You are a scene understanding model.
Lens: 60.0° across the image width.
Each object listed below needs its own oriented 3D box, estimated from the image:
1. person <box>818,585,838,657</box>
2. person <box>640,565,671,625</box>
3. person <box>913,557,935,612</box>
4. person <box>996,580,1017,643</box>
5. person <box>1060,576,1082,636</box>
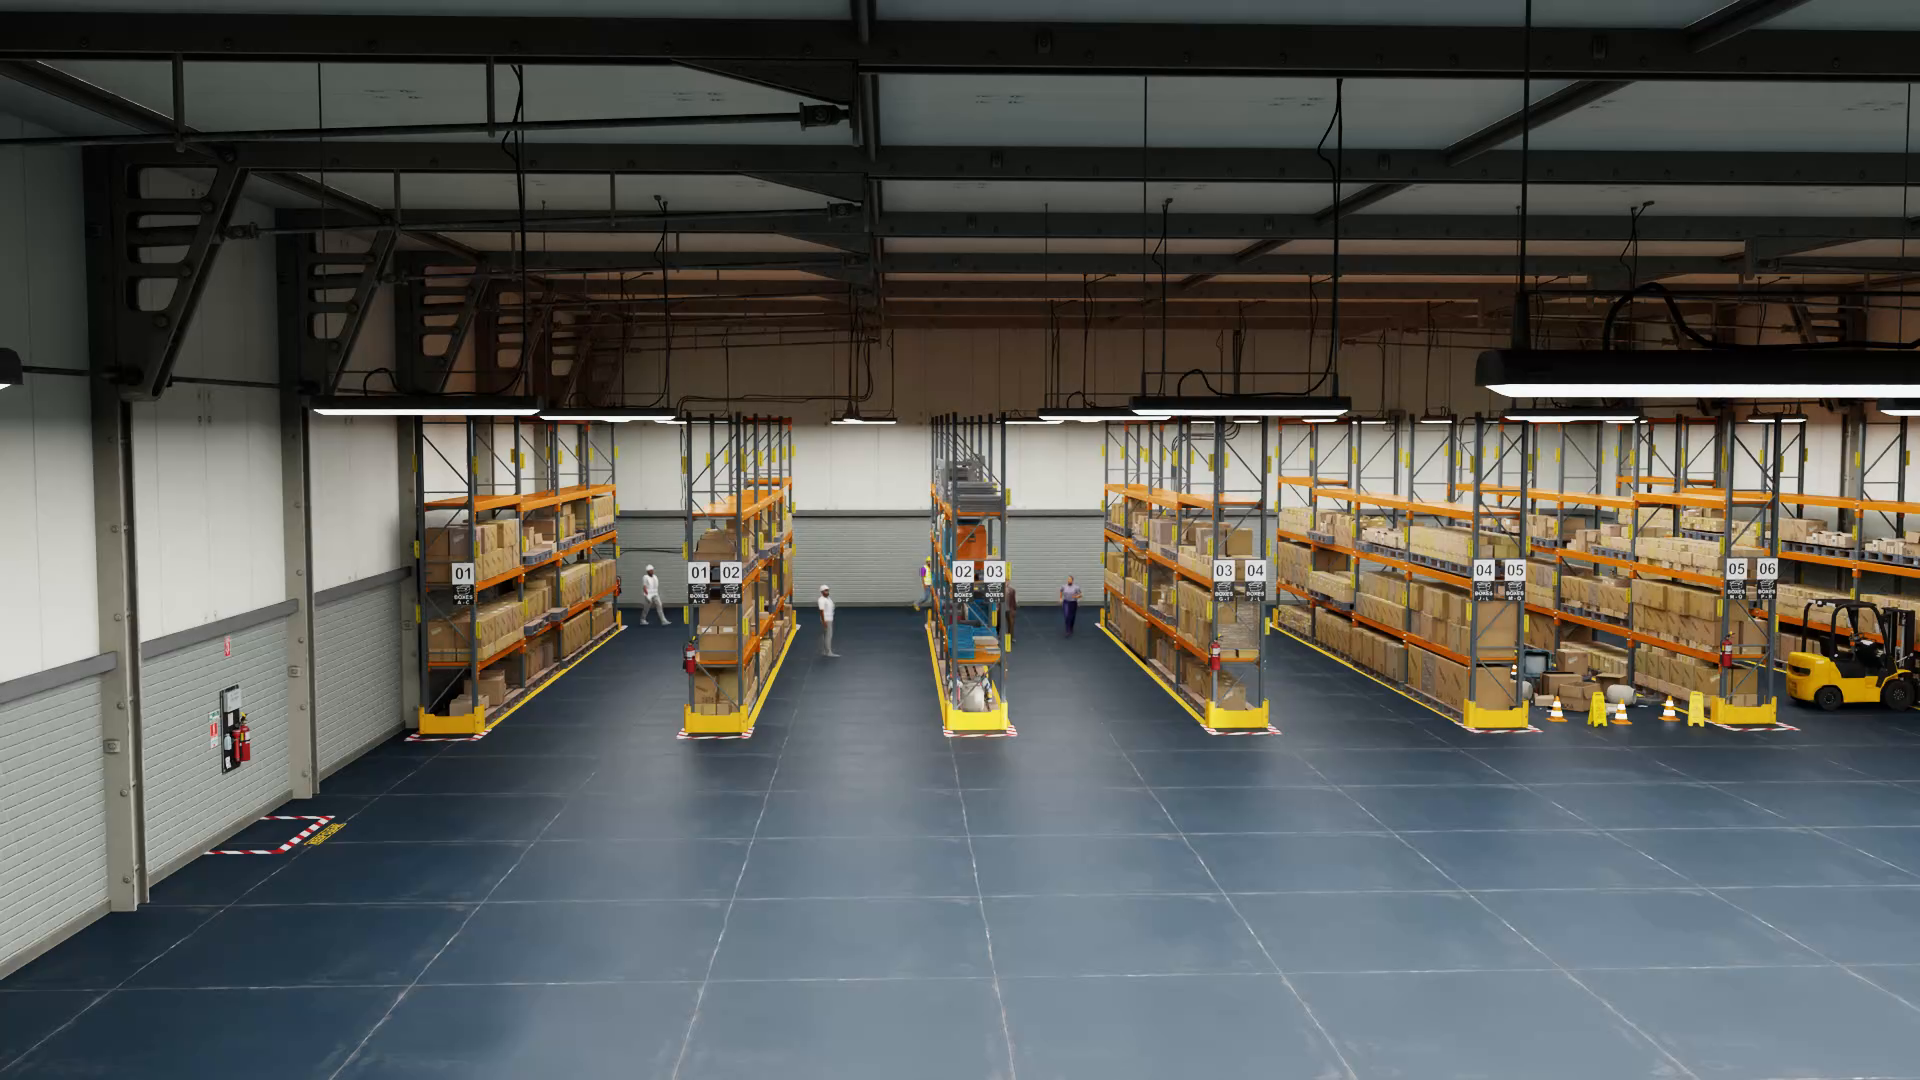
[{"bbox_3d":[-3.287,2.020,41.480,0.503,1.773,0.602,0,4,-2],"label":"person"},{"bbox_3d":[-8.781,1.592,47.709,1.014,1.727,0.639,3,5,35],"label":"person"},{"bbox_3d":[-0.993,1.369,51.212,0.892,1.716,0.624,2,4,26],"label":"person"},{"bbox_3d":[1.213,1.861,44.144,0.679,1.729,1.084,-1,4,-15],"label":"person"},{"bbox_3d":[3.052,1.785,45.560,0.602,1.601,0.982,0,4,-1],"label":"person"}]
